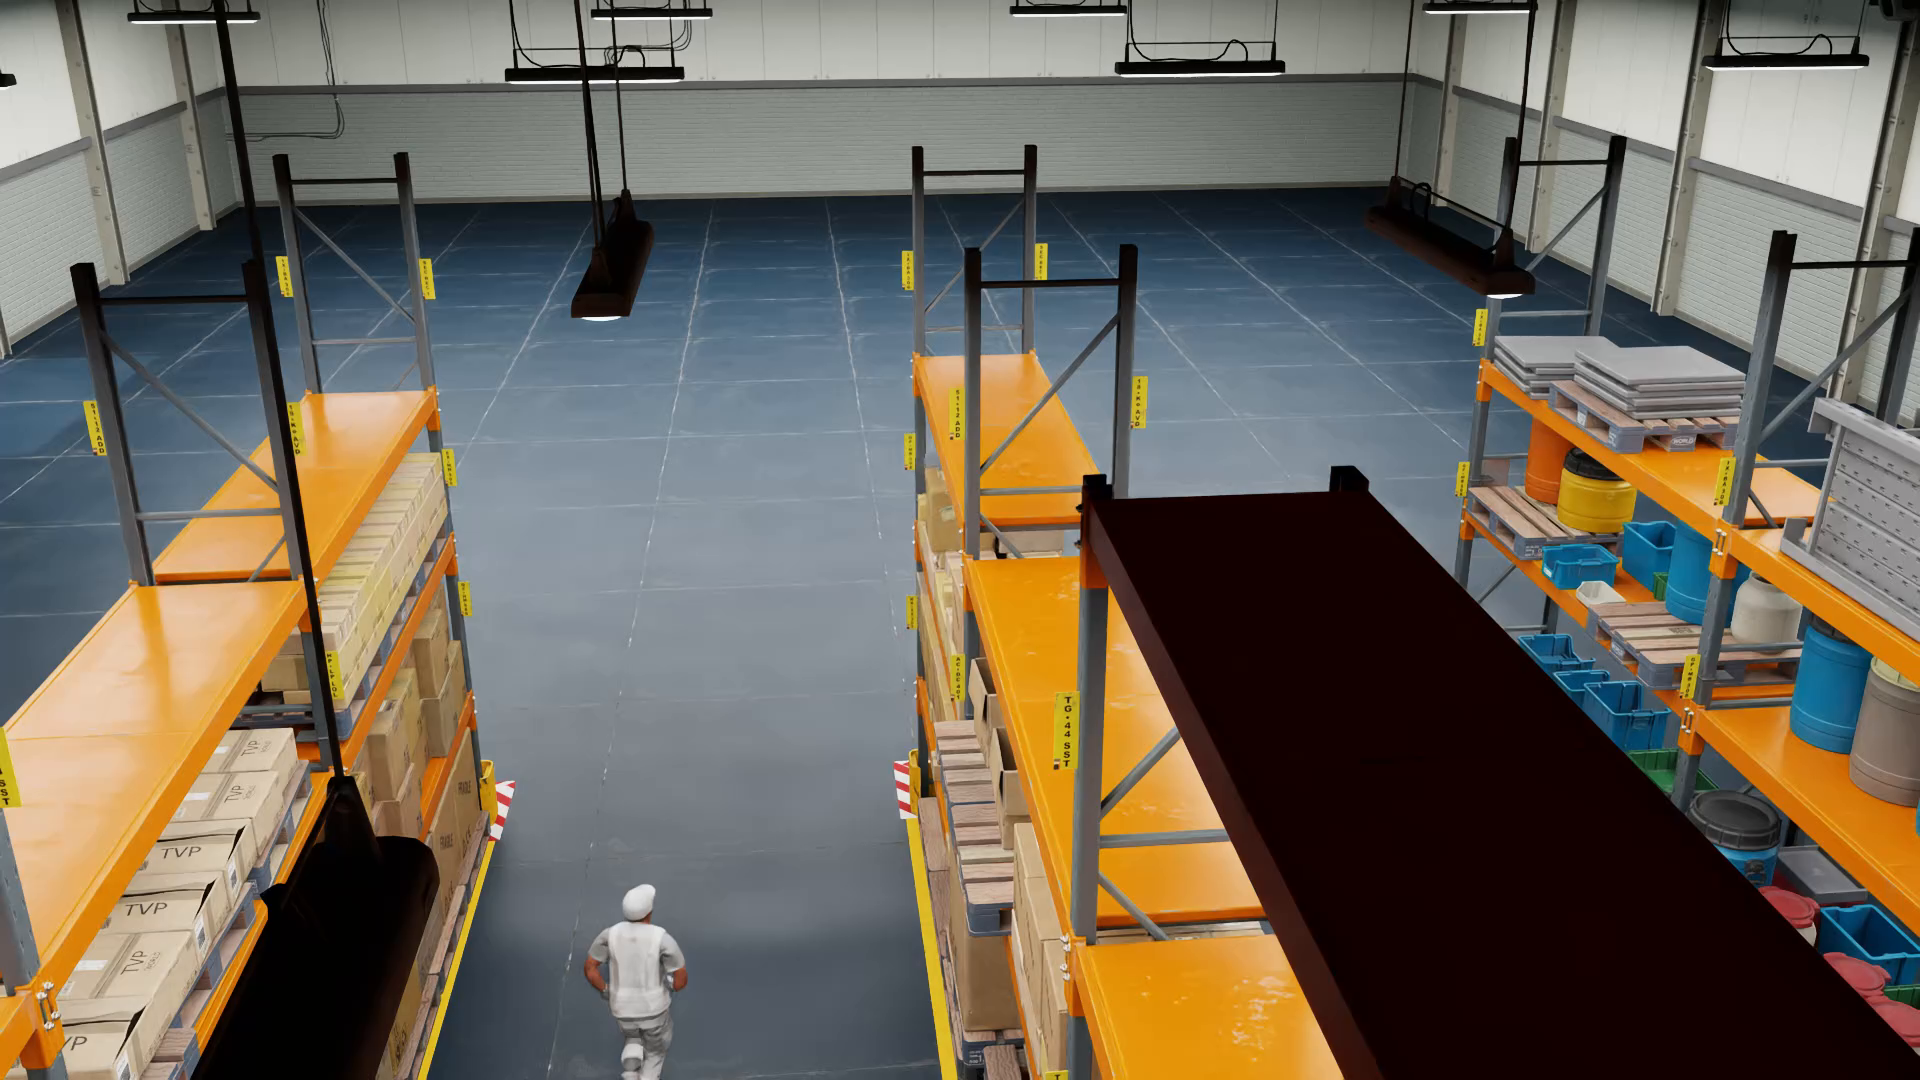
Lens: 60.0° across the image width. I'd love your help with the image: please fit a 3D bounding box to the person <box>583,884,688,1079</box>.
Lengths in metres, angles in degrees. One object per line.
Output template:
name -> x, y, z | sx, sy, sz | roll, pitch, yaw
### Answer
person -> -2.189, 3.182, 11.331 | 0.695, 1.688, 0.595 | 1, 22, 3
